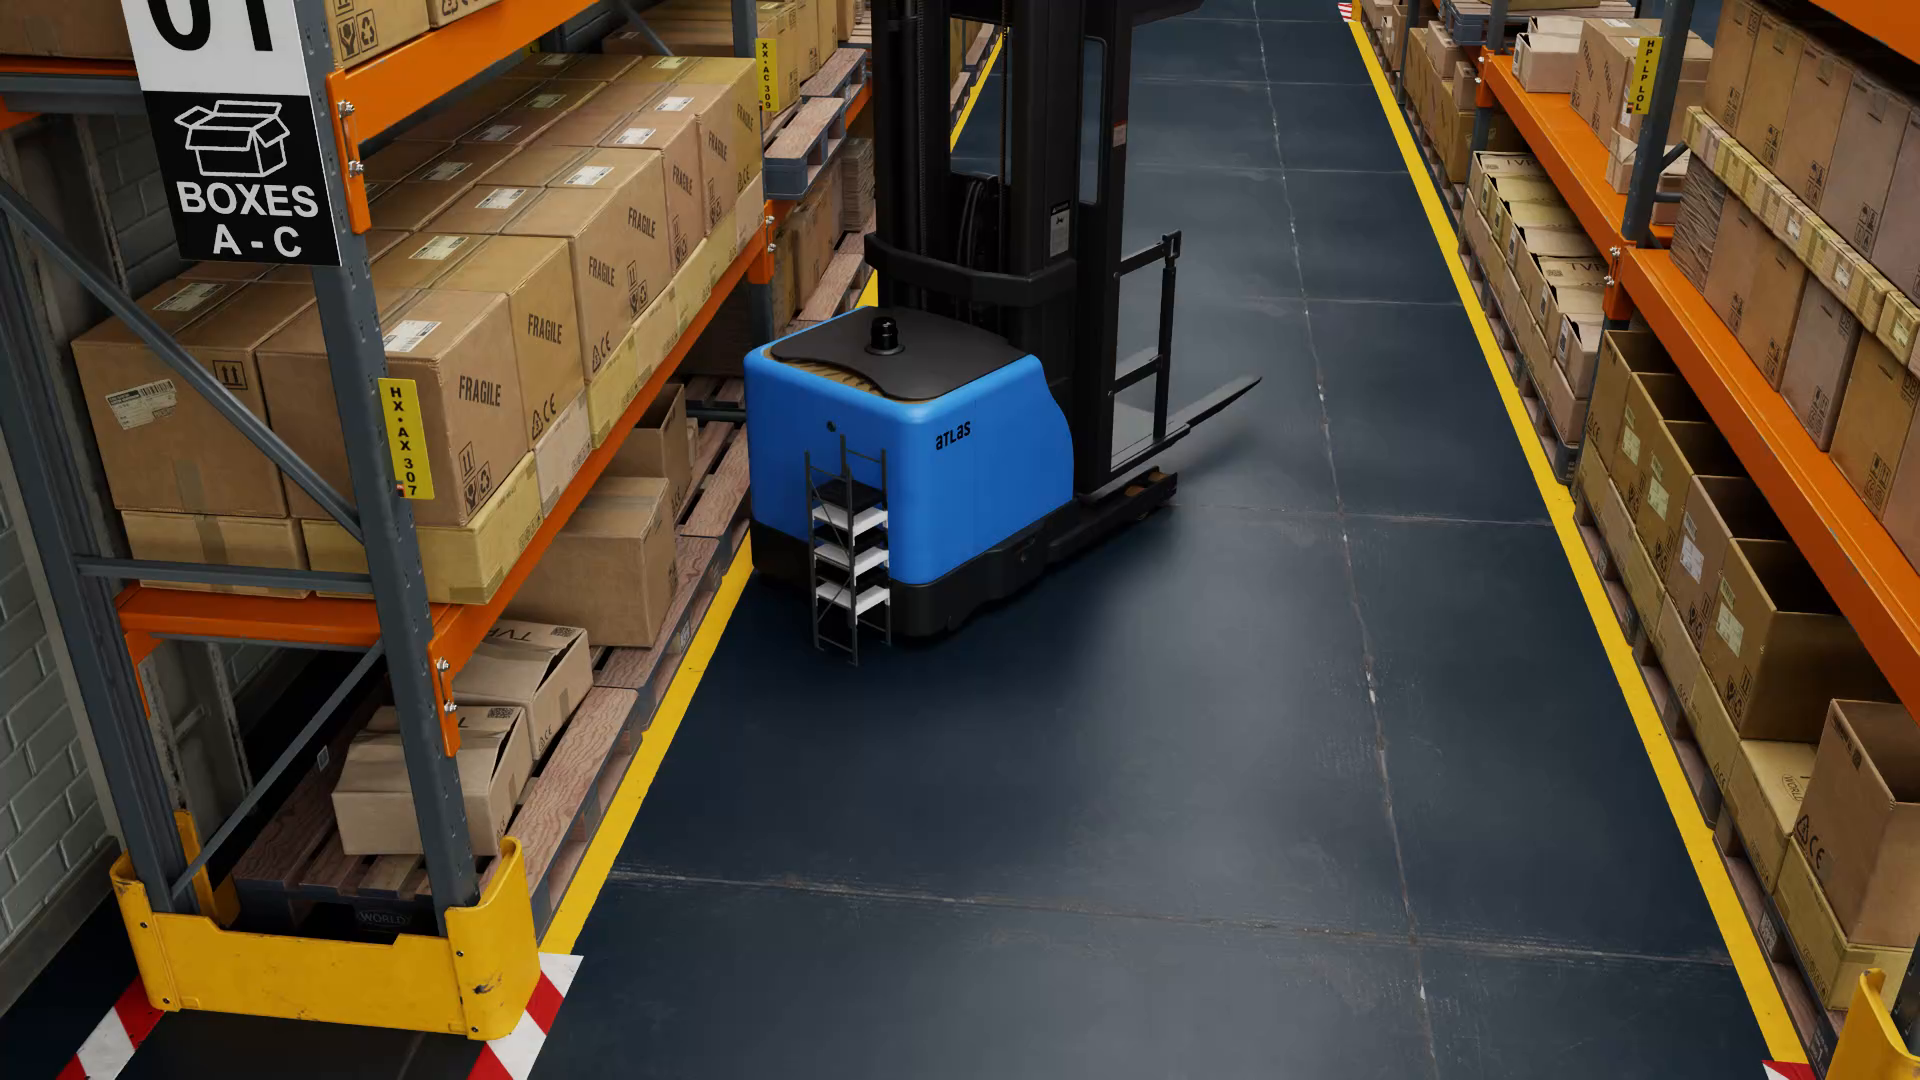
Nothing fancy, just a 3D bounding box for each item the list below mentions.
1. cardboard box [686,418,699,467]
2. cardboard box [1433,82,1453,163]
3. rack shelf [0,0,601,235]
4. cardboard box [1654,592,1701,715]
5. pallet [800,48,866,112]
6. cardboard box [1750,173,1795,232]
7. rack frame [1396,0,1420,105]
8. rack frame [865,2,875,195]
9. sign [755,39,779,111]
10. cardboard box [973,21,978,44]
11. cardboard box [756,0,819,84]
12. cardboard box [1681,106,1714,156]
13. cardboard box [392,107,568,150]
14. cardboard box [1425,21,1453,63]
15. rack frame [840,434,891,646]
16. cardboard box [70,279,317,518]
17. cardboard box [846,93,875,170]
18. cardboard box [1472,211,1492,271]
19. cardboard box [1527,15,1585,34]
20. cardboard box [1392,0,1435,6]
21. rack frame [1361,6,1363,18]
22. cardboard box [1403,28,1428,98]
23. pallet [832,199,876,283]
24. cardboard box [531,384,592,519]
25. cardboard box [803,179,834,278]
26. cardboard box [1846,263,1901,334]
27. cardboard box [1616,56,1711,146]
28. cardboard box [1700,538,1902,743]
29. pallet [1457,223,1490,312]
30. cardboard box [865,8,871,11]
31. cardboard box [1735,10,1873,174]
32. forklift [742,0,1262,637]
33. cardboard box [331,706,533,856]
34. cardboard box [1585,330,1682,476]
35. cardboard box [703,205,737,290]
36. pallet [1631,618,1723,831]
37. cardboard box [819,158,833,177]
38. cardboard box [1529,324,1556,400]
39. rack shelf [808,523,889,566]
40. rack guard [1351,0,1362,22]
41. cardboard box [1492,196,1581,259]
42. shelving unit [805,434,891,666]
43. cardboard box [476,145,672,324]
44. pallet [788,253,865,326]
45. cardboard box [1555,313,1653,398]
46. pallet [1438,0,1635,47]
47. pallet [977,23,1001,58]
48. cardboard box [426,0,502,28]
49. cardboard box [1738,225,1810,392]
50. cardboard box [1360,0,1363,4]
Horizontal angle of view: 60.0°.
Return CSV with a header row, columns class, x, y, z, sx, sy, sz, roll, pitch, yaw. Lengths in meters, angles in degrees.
class,x,y,z,sx,sy,sz,roll,pitch,yaw
cardboard box,-1.464,-0.475,7.993,0.380,0.166,0.250,0,28,0
cardboard box,3.924,-3.170,12.643,0.500,0.500,0.500,2,28,4
rack shelf,-1.673,-1.845,5.608,1.077,0.370,4.000,3,28,6
cardboard box,2.943,0.436,6.235,0.500,0.250,0.500,3,28,6
pallet,-1.140,-2.647,9.702,1.003,0.211,1.213,3,28,6
cardboard box,3.139,-1.230,6.081,0.380,0.149,0.250,2,28,5
rack frame,4.469,-5.262,14.355,1.000,3.000,0.127,3,28,6
rack frame,-0.938,-3.665,11.391,1.000,3.000,0.127,3,28,6
sign,-0.889,-2.136,7.639,0.100,0.325,0.005,3,28,6
cardboard box,-0.190,-5.215,16.460,0.700,0.500,0.500,3,28,6
cardboard box,-1.207,-2.832,9.275,0.700,0.500,0.500,7,29,13
cardboard box,3.263,-1.711,6.973,0.380,0.149,0.250,3,28,6
cardboard box,-1.827,-1.369,6.474,0.500,0.500,0.500,4,29,8
cardboard box,4.045,-4.001,13.395,0.500,0.250,0.500,3,29,6
rack frame,-0.383,0.009,6.785,0.240,0.900,0.006,21,35,34
cardboard box,-2.072,-0.407,4.689,0.500,0.500,0.500,3,28,6
cardboard box,-0.718,-3.242,12.429,0.750,0.750,0.750,3,28,6
cardboard box,3.562,-1.887,10.547,0.500,0.250,0.500,3,28,5
cardboard box,3.891,-3.171,10.568,0.500,0.311,0.500,5,29,9
cardboard box,4.694,-5.241,16.484,0.797,0.503,0.637,3,28,6
rack frame,4.959,-7.145,17.850,1.000,3.000,0.127,3,28,6
cardboard box,4.168,-4.142,14.447,0.500,0.500,0.500,2,28,4
pallet,-1.035,-2.070,11.370,1.003,0.211,1.213,3,28,6
cardboard box,-1.494,-0.299,5.279,0.500,0.250,0.500,2,28,5
cardboard box,-1.186,-1.945,10.370,0.700,0.500,0.500,3,28,6
cardboard box,3.013,-0.744,5.178,0.380,0.149,0.250,4,29,8
cardboard box,3.663,-2.149,8.471,0.500,0.500,0.500,5,29,10
cardboard box,2.877,0.341,5.621,0.500,0.500,0.500,3,28,6
pallet,3.839,-1.766,10.806,1.003,0.211,1.213,3,28,6
cardboard box,-0.668,-3.705,11.708,0.380,0.149,0.250,3,28,5
cardboard box,3.380,-1.664,6.203,0.700,0.500,0.500,3,28,6
forklift,0.398,-1.519,7.479,1.130,2.935,3.031,21,35,34
cardboard box,-1.744,0.770,5.529,0.500,0.311,0.500,0,28,0
cardboard box,3.121,-0.601,7.368,0.500,0.500,0.500,3,28,6
cardboard box,-1.255,-1.251,7.046,0.500,0.250,0.500,3,29,6
pallet,3.203,0.679,6.267,1.003,0.211,1.213,3,28,6
cardboard box,-1.107,-2.482,10.576,0.500,0.250,0.500,4,29,7
cardboard box,3.315,-0.921,8.753,0.500,0.250,0.500,3,28,5
rack shelf,-0.448,-0.004,6.689,0.258,0.077,0.200,21,35,34
rack guard,4.950,-6.009,18.376,1.175,0.500,0.348,3,28,6
cardboard box,3.502,-1.883,9.948,0.500,0.311,0.500,3,28,5
shelving unit,-0.448,0.046,6.716,0.258,0.900,0.210,21,35,34
cardboard box,-1.370,-1.098,5.972,0.500,0.500,0.500,4,29,8
pallet,-1.187,-1.497,10.307,1.003,0.211,1.213,3,28,6
cardboard box,3.254,-0.925,8.169,0.500,0.311,0.500,3,28,6
pallet,3.992,-3.618,11.505,1.213,0.211,1.003,3,28,6
pallet,-0.130,-5.250,17.272,1.003,0.211,1.213,3,28,6
cardboard box,-1.528,-1.667,4.392,0.500,0.500,0.500,5,29,10
cardboard box,3.317,-0.847,6.053,0.700,0.500,0.500,4,29,7
cardboard box,4.567,-5.906,18.093,0.380,0.149,0.250,3,28,6
